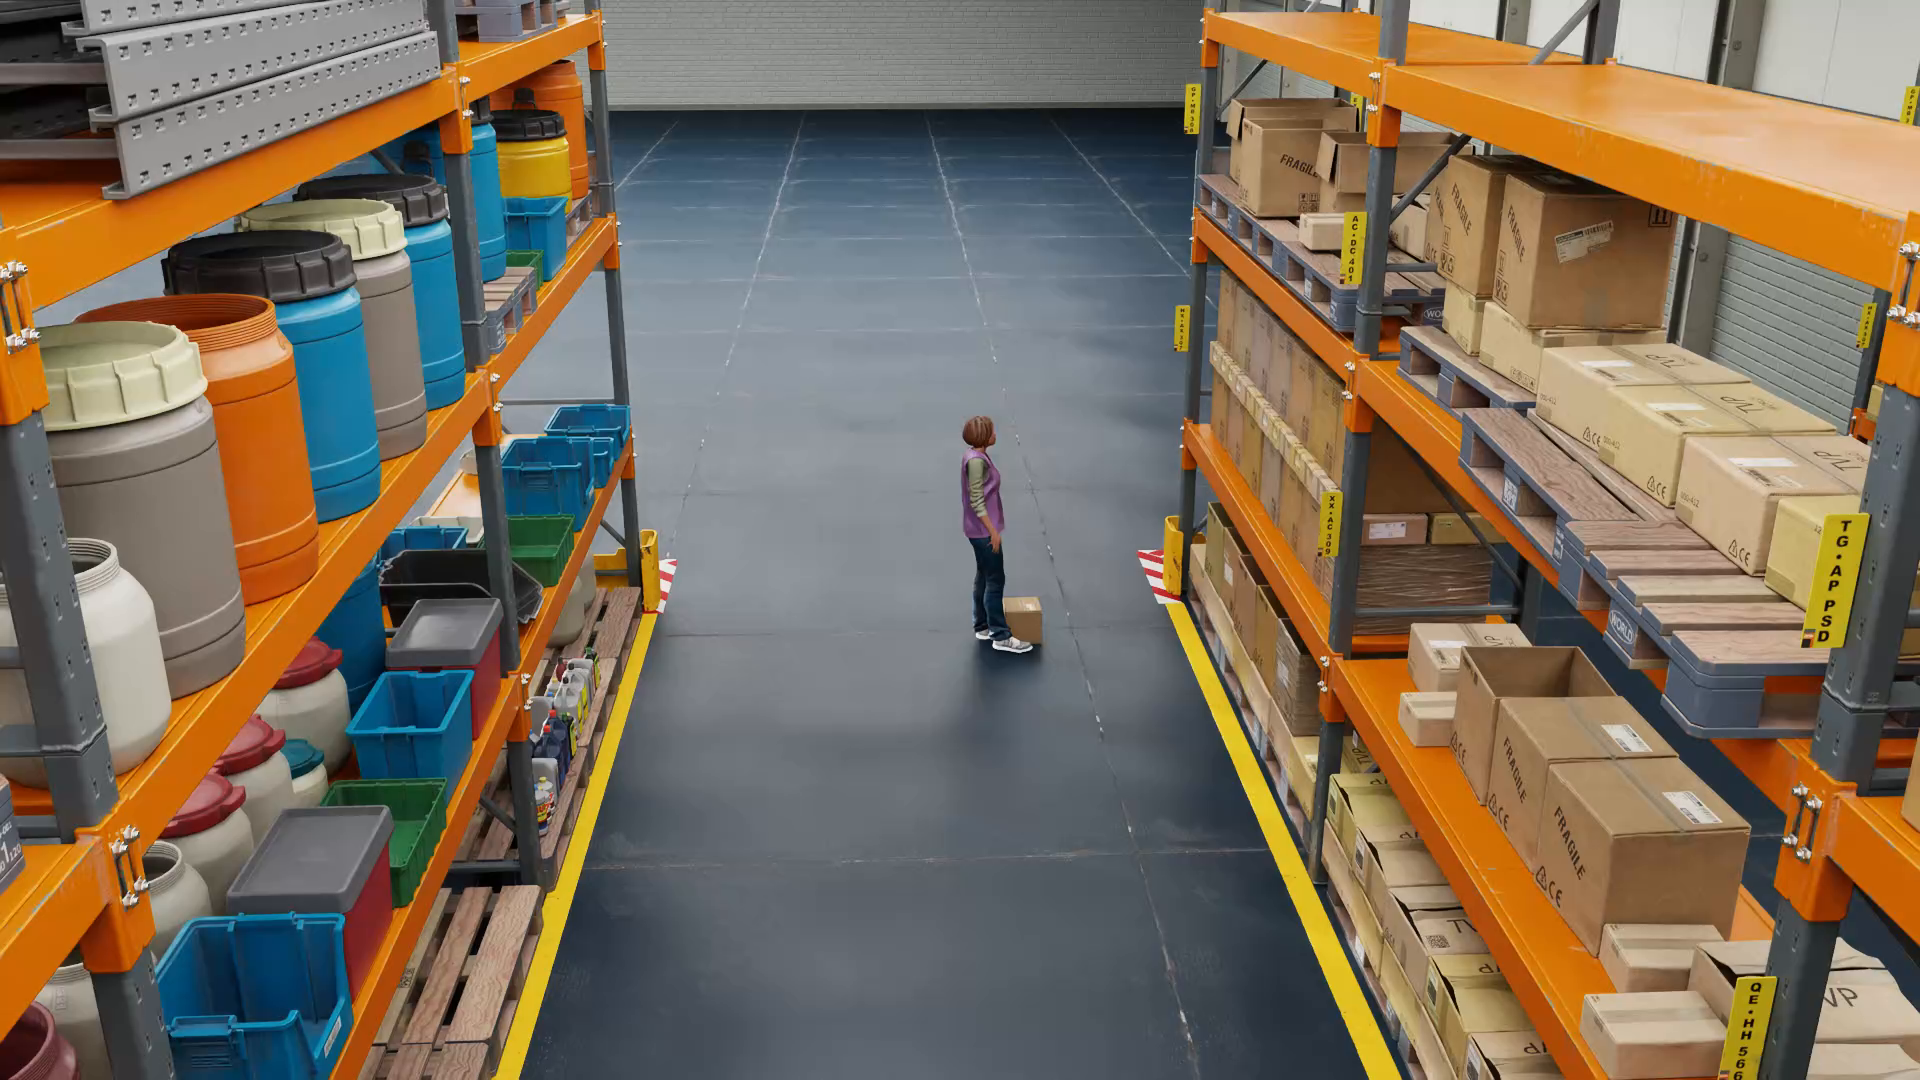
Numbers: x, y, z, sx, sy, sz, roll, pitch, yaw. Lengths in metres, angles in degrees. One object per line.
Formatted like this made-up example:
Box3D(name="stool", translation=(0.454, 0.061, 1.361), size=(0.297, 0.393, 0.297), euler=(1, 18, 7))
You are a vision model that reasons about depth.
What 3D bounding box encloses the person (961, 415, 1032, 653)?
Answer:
Box3D(name="person", translation=(0.245, -0.062, 11.229), size=(0.473, 1.599, 0.519), euler=(-1, 21, -3))
